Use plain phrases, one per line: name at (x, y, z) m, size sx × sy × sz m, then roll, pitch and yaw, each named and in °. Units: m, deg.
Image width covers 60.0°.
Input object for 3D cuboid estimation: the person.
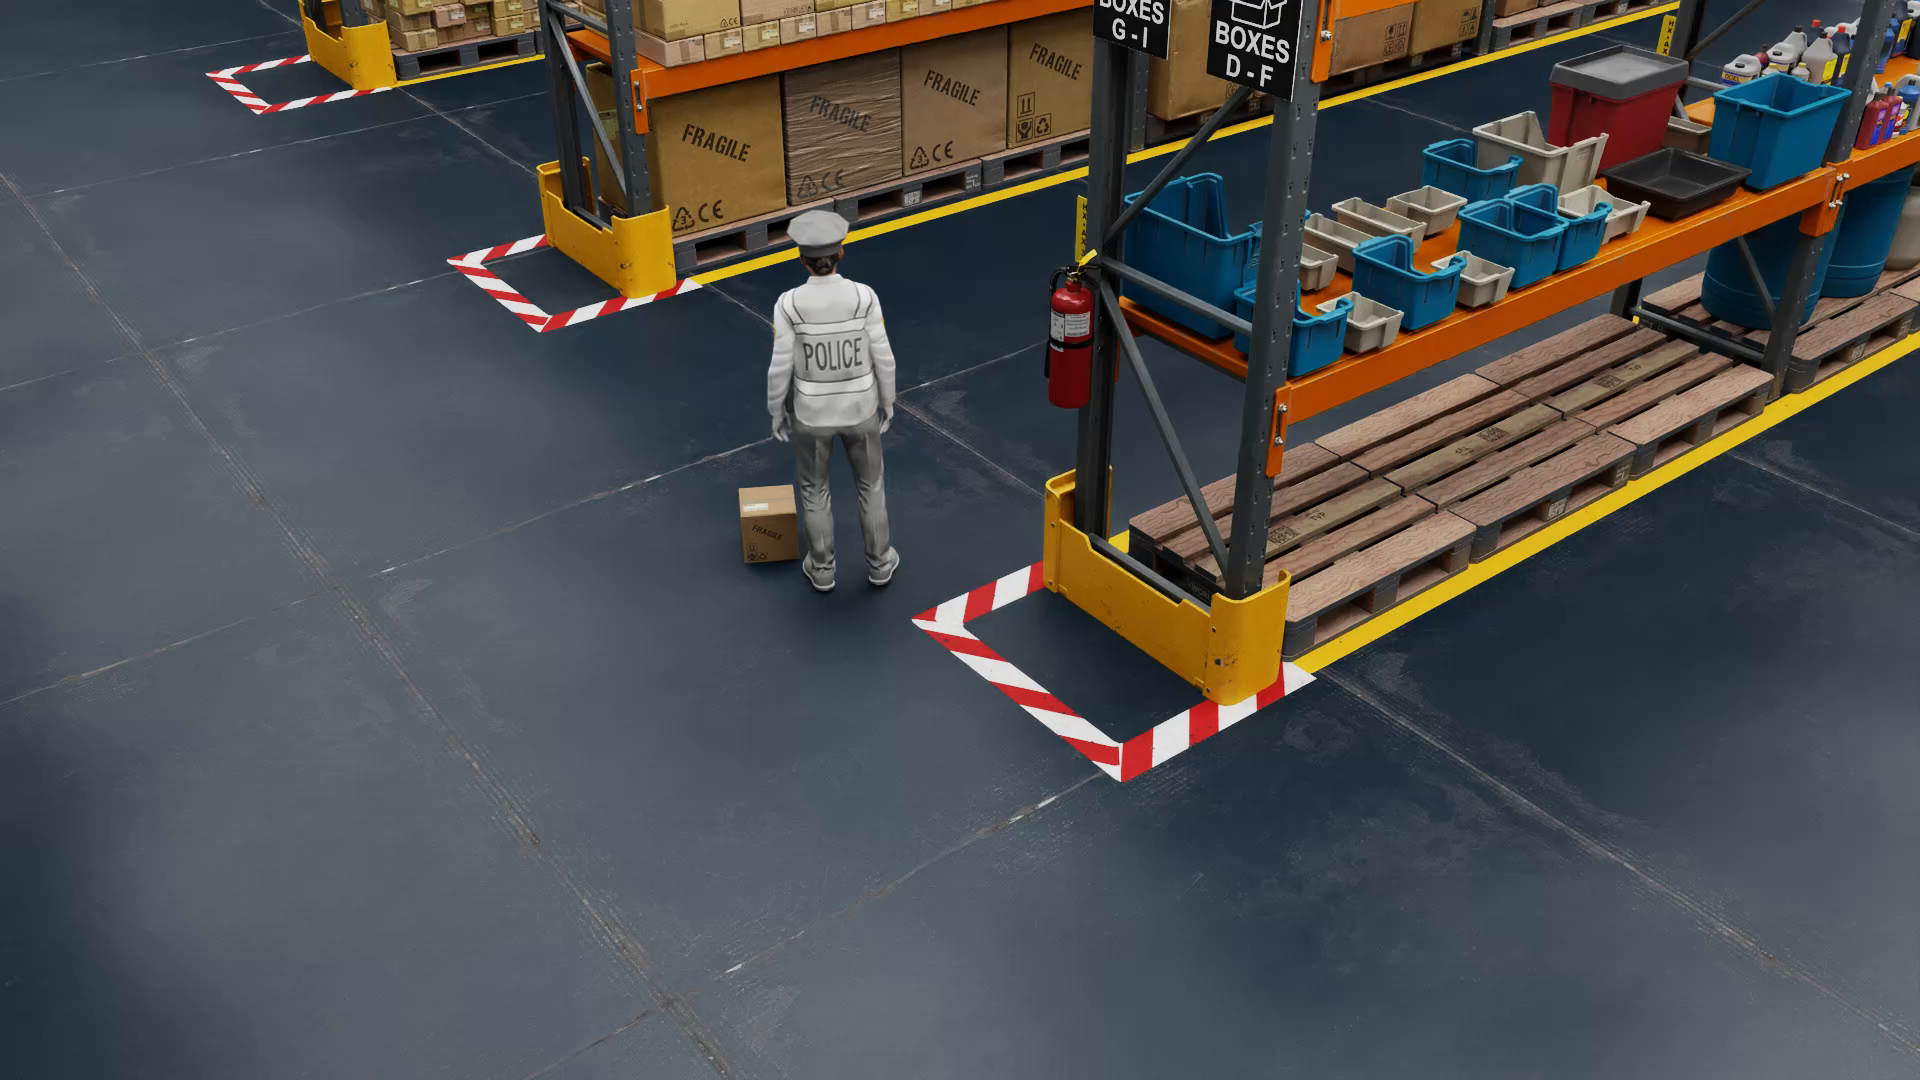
person at (-0.531, -0.538, 6.980) m, size 0.546 × 1.667 × 0.369 m, roll -5°, pitch 33°, yaw -8°
